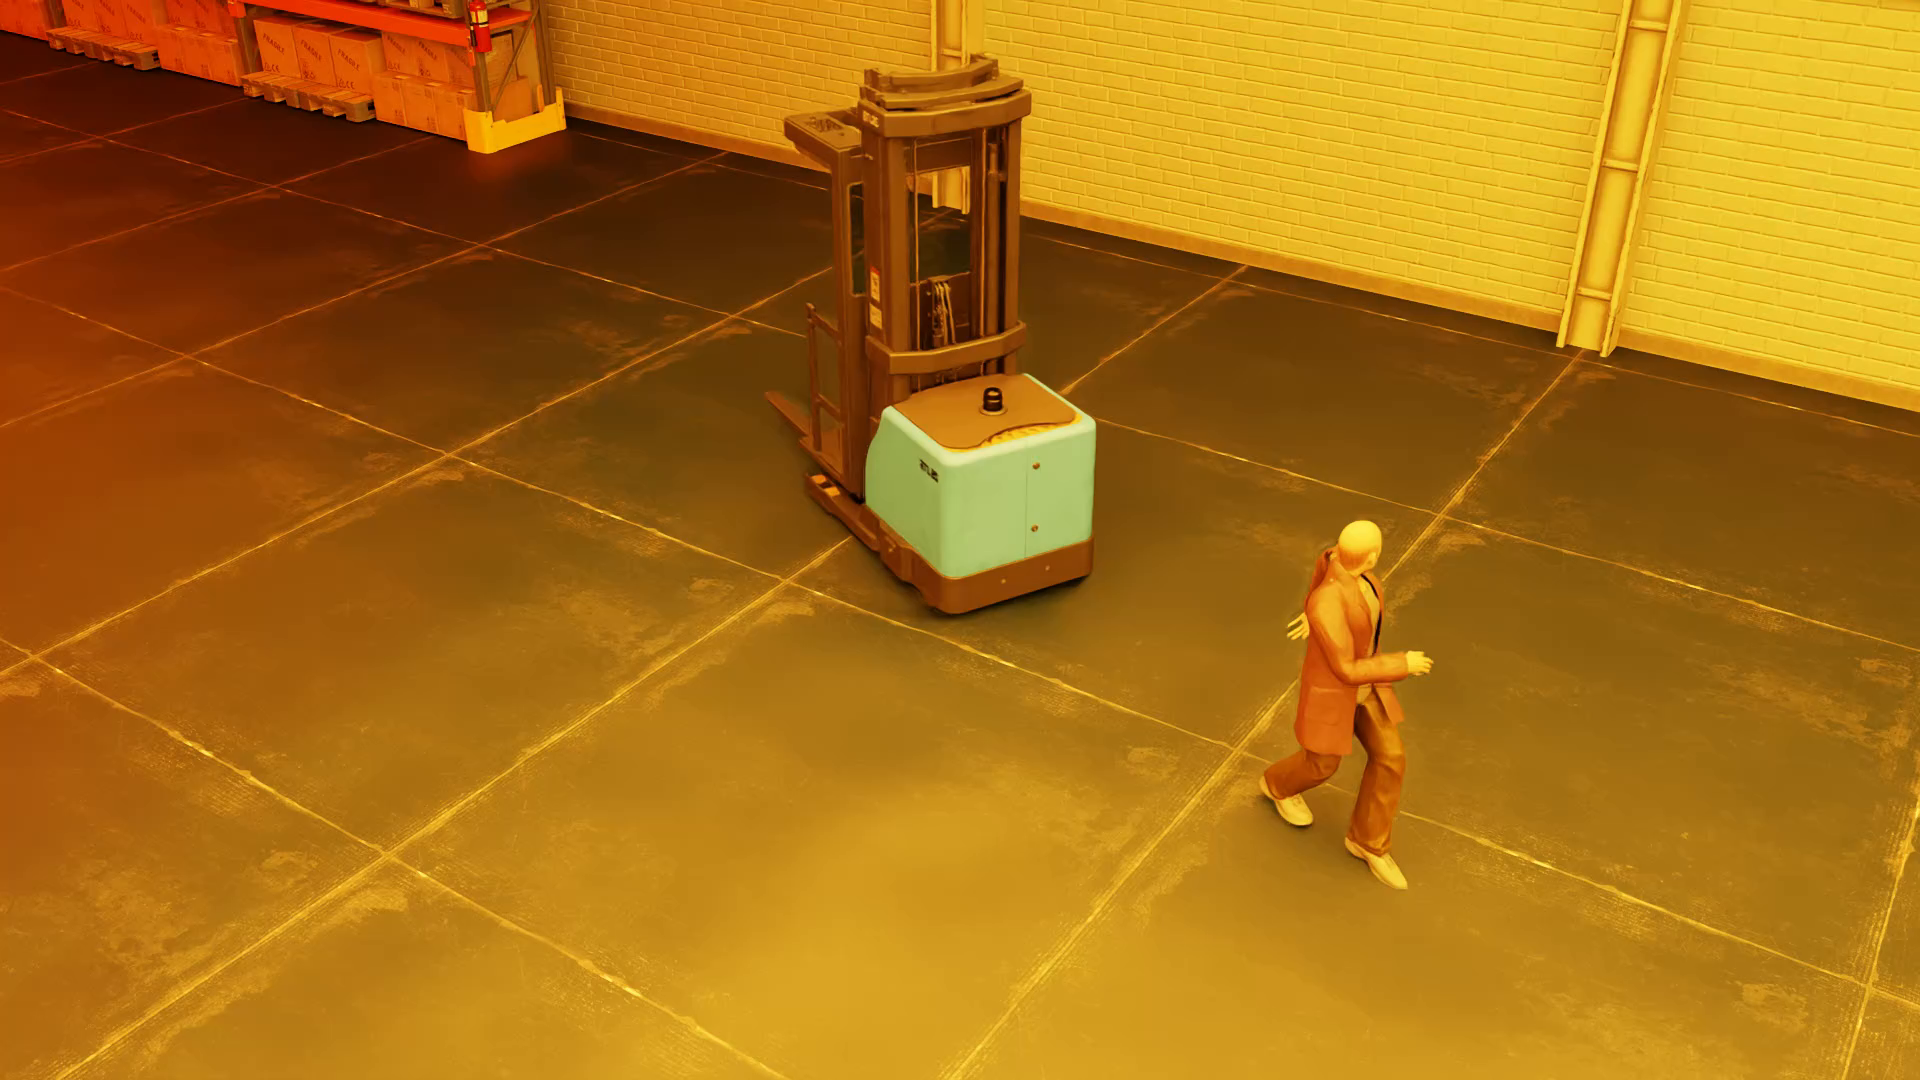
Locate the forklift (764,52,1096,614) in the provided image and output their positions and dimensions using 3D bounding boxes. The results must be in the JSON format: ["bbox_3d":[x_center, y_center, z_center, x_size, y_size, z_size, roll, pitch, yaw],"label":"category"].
[{"bbox_3d":[-0.363,-1.548,10.248,1.130,2.935,3.031,-16,34,-25],"label":"forklift"}]

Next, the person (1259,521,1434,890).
[{"bbox_3d":[1.784,0.684,7.661,0.609,1.716,1.022,-22,37,-33],"label":"person"}]
